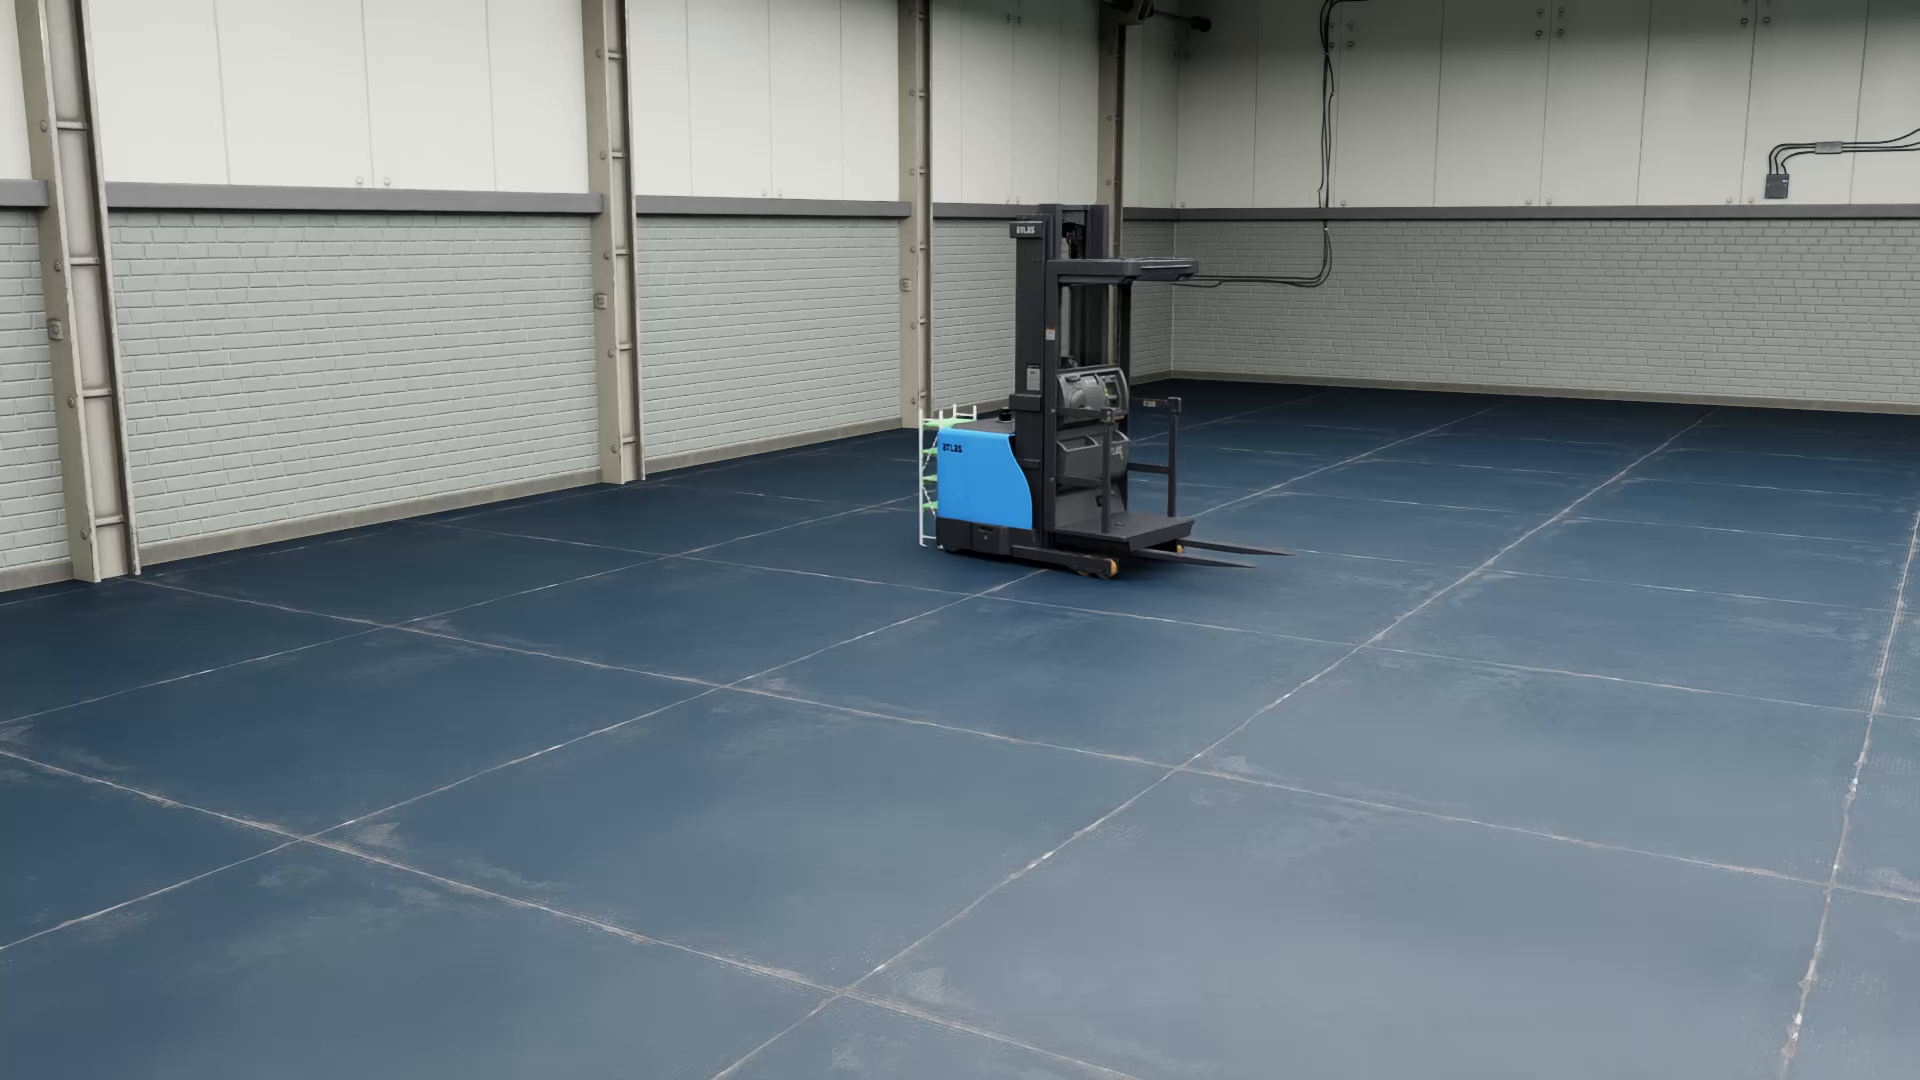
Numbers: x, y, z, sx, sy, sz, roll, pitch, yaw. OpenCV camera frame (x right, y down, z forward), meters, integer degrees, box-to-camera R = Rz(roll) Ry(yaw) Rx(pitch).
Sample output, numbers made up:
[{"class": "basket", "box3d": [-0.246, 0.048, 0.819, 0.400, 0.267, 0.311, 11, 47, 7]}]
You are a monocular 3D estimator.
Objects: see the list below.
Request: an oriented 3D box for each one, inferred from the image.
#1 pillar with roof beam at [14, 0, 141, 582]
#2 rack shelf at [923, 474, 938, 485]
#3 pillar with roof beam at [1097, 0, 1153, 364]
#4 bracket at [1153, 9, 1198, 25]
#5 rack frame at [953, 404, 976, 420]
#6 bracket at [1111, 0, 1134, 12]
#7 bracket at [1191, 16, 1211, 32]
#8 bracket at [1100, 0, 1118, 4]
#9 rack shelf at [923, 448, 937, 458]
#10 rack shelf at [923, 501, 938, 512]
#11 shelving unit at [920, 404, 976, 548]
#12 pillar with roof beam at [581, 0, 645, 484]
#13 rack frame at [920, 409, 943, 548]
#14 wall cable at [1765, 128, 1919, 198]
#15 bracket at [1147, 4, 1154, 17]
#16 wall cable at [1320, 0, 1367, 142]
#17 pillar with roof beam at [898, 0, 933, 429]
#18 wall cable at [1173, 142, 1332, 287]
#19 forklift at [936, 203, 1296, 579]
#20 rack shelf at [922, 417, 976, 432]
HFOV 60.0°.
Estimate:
[{"class": "pillar with roof beam", "box3d": [-3.157, -3.723, 10.301, 9.100, 9.000, 0.400, 6, 12, 31]}, {"class": "rack shelf", "box3d": [-0.104, -0.504, 14.647, 0.258, 0.148, 0.480, 8, 13, 36]}, {"class": "pillar with roof beam", "box3d": [6.188, -6.554, 25.422, 9.100, 9.000, 0.548, 6, 12, 31]}, {"class": "bracket", "box3d": [3.951, -9.046, 28.950, 0.076, 0.066, 3.189, 6, 12, 31]}, {"class": "rack frame", "box3d": [0.041, -0.603, 14.827, 0.240, 1.200, 0.015, 8, 13, 36]}, {"class": "bracket", "box3d": [2.597, -8.635, 26.758, 0.235, 0.232, 0.430, 6, 12, 31]}, {"class": "bracket", "box3d": [4.258, -9.139, 29.446, 0.235, 0.232, 0.430, 6, 12, 31]}, {"class": "bracket", "box3d": [1.259, -8.230, 24.593, 0.076, 0.066, 4.783, 6, 12, 31]}, {"class": "rack shelf", "box3d": [-0.104, -0.740, 14.602, 0.258, 0.148, 0.480, 8, 13, 36]}, {"class": "rack shelf", "box3d": [-0.104, -0.268, 14.691, 0.258, 0.148, 0.480, 8, 13, 36]}, {"class": "shelving unit", "box3d": [-0.104, -0.567, 14.635, 0.258, 1.200, 0.503, 8, 13, 36]}, {"class": "pillar with roof beam", "box3d": [-0.042, -4.667, 15.341, 9.100, 9.000, 0.400, 6, 12, 31]}, {"class": "rack frame", "box3d": [-0.250, -0.531, 14.442, 0.240, 1.200, 0.015, 8, 13, 36]}, {"class": "wall cable", "box3d": [13.274, -8.064, 24.248, 2.305, 6.003, 0.169, 6, 12, 31]}, {"class": "bracket", "box3d": [3.028, -8.766, 27.455, 0.235, 0.232, 0.430, 6, 12, 31]}, {"class": "wall cable", "box3d": [7.481, -8.000, 27.859, 3.097, 2.526, 0.112, 6, 12, 31]}, {"class": "pillar with roof beam", "box3d": [3.073, -5.610, 20.382, 9.100, 9.000, 0.400, 6, 12, 31]}, {"class": "wall cable", "box3d": [5.168, -5.776, 29.705, 3.097, 2.526, 0.112, 6, 12, 31]}, {"class": "forklift", "box3d": [1.258, -1.240, 13.527, 3.031, 2.935, 1.130, 8, 14, 38]}, {"class": "rack shelf", "box3d": [-0.104, -0.976, 14.558, 0.258, 0.148, 0.480, 8, 13, 36]}]
